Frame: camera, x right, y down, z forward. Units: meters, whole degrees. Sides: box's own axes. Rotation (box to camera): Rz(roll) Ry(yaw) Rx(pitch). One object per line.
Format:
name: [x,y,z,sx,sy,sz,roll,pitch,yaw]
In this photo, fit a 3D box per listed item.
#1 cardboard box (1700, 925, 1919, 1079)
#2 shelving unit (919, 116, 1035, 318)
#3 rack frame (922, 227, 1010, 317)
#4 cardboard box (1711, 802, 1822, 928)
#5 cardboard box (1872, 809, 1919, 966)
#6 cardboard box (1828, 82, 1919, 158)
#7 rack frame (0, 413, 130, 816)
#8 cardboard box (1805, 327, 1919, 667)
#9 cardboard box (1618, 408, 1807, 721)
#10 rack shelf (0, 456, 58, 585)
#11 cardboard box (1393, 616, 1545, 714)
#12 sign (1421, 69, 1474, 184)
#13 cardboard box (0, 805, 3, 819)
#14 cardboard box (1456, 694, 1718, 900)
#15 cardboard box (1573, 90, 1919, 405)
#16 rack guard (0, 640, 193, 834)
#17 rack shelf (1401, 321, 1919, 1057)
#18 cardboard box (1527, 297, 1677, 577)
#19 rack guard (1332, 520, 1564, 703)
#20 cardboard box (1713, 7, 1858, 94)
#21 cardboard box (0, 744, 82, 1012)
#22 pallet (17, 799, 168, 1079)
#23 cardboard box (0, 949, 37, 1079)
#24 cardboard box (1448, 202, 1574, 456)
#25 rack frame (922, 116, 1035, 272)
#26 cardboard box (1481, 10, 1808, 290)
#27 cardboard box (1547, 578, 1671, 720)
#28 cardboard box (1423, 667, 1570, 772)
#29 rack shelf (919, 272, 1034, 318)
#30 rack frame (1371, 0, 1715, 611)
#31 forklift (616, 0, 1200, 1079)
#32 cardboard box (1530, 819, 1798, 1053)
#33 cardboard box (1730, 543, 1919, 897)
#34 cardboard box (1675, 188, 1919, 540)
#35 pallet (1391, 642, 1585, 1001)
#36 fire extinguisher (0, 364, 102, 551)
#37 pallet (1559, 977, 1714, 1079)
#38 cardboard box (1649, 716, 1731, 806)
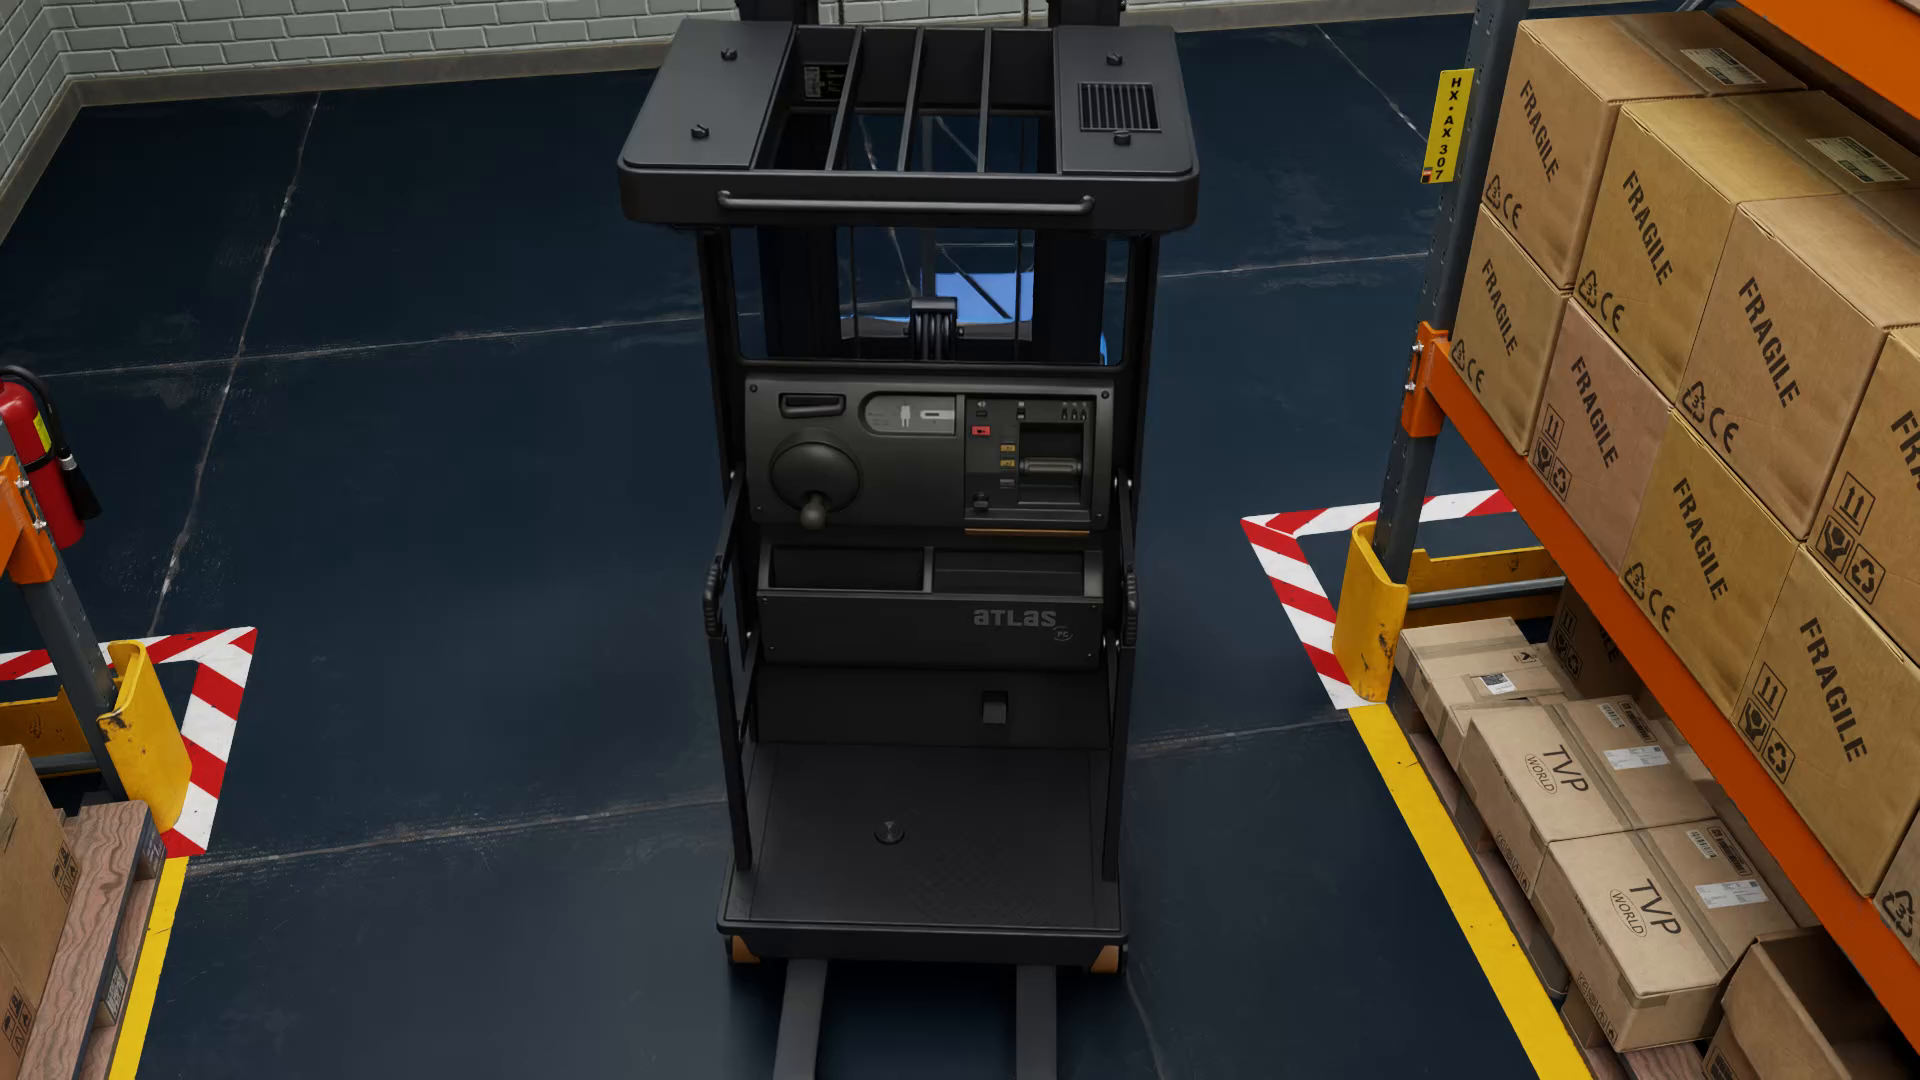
cardboard box: [2.238,1.247,3.877,0.797,0.503,0.637,-6,38,-8]
shelving unit: [0.118,-0.842,6.111,0.538,1.500,1.048,-1,38,-1]
rack frame: [0.127,-0.530,5.710,0.500,1.500,0.032,-1,38,-1]
cardboard box: [2.346,0.944,4.473,0.500,0.250,0.500,-6,38,-8]
cardboard box: [2.048,0.634,2.908,0.500,0.500,0.500,-5,38,-7]
cardboard box: [2.310,-0.737,3.858,0.500,0.500,0.500,-5,38,-7]
rack frame: [-3.005,-0.312,4.207,1.000,3.000,0.127,-6,38,-8]
cardboard box: [1.962,-0.061,2.987,0.500,0.500,0.500,-7,38,-8]
cardboard box: [1.870,0.024,3.692,0.500,0.500,0.500,-6,38,-8]
rack shelf: [-2.654,1.180,2.873,1.077,0.370,4.000,-6,38,-8]
cardboard box: [1.606,0.395,5.262,0.380,0.149,0.250,-6,38,-8]
sign: [1.337,-1.131,4.555,0.100,0.325,0.005,-6,38,-8]
cardboard box: [-2.582,0.723,4.041,0.380,0.149,0.250,-7,38,-8]
cardboard box: [1.775,0.726,4.753,0.500,0.250,0.500,-6,38,-8]
cardboard box: [1.789,-0.670,3.771,0.500,0.500,0.500,-6,38,-7]
rack guard: [-3.009,0.660,4.992,1.175,0.500,0.348,-6,38,-8]
rack shelf: [2.222,0.645,3.561,1.077,0.370,4.000,-6,38,-8]
cardboard box: [1.785,-0.279,4.083,0.500,0.500,0.500,-7,38,-8]
rack guard: [1.885,0.186,5.603,1.175,0.500,0.348,-6,38,-8]
cardboard box: [2.220,-1.042,4.250,0.500,0.500,0.500,-7,38,-8]
cardboard box: [-2.784,0.921,4.315,0.700,0.500,0.500,-6,38,-8]
pallet: [-2.788,1.264,4.452,1.003,0.211,1.213,-6,38,-8]
cardboard box: [-2.696,1.223,3.926,0.700,0.500,0.500,-6,38,-8]
cardboard box: [1.690,-0.590,4.483,0.500,0.500,0.500,-5,38,-7]
rack frame: [0.108,-1.154,6.513,0.500,1.500,0.032,-1,38,-1]
cardboard box: [1.690,-0.985,4.177,0.500,0.500,0.500,-5,38,-7]
cardboard box: [2.209,0.268,5.139,0.500,0.500,0.500,-6,38,-8]
cardboard box: [1.650,0.539,5.062,0.380,0.166,0.250,-6,38,-8]
rack shelf: [0.118,-0.700,6.221,0.538,0.185,1.000,-1,38,-1]
rack frame: [1.871,-0.847,4.896,1.000,3.000,0.127,-6,38,-8]
forklift: [-0.084,-0.143,4.045,1.130,2.935,3.031,1,38,2]
cardboard box: [1.863,1.028,4.365,0.500,0.250,0.500,-6,38,-8]
cardboard box: [1.956,0.326,3.304,0.500,0.500,0.500,-6,38,-7]
cardboard box: [1.872,-0.368,3.382,0.500,0.500,0.500,-6,38,-7]
pallet: [2.025,0.781,5.072,1.003,0.211,1.213,-6,38,-8]
fire extinguisher: [-2.577,-0.275,4.526,0.296,0.674,0.183,-6,38,-8]
pallet: [2.236,1.517,4.126,1.003,0.211,1.213,-6,38,-8]
cardboard box: [2.192,0.654,4.914,0.380,0.166,0.250,-6,38,-8]
